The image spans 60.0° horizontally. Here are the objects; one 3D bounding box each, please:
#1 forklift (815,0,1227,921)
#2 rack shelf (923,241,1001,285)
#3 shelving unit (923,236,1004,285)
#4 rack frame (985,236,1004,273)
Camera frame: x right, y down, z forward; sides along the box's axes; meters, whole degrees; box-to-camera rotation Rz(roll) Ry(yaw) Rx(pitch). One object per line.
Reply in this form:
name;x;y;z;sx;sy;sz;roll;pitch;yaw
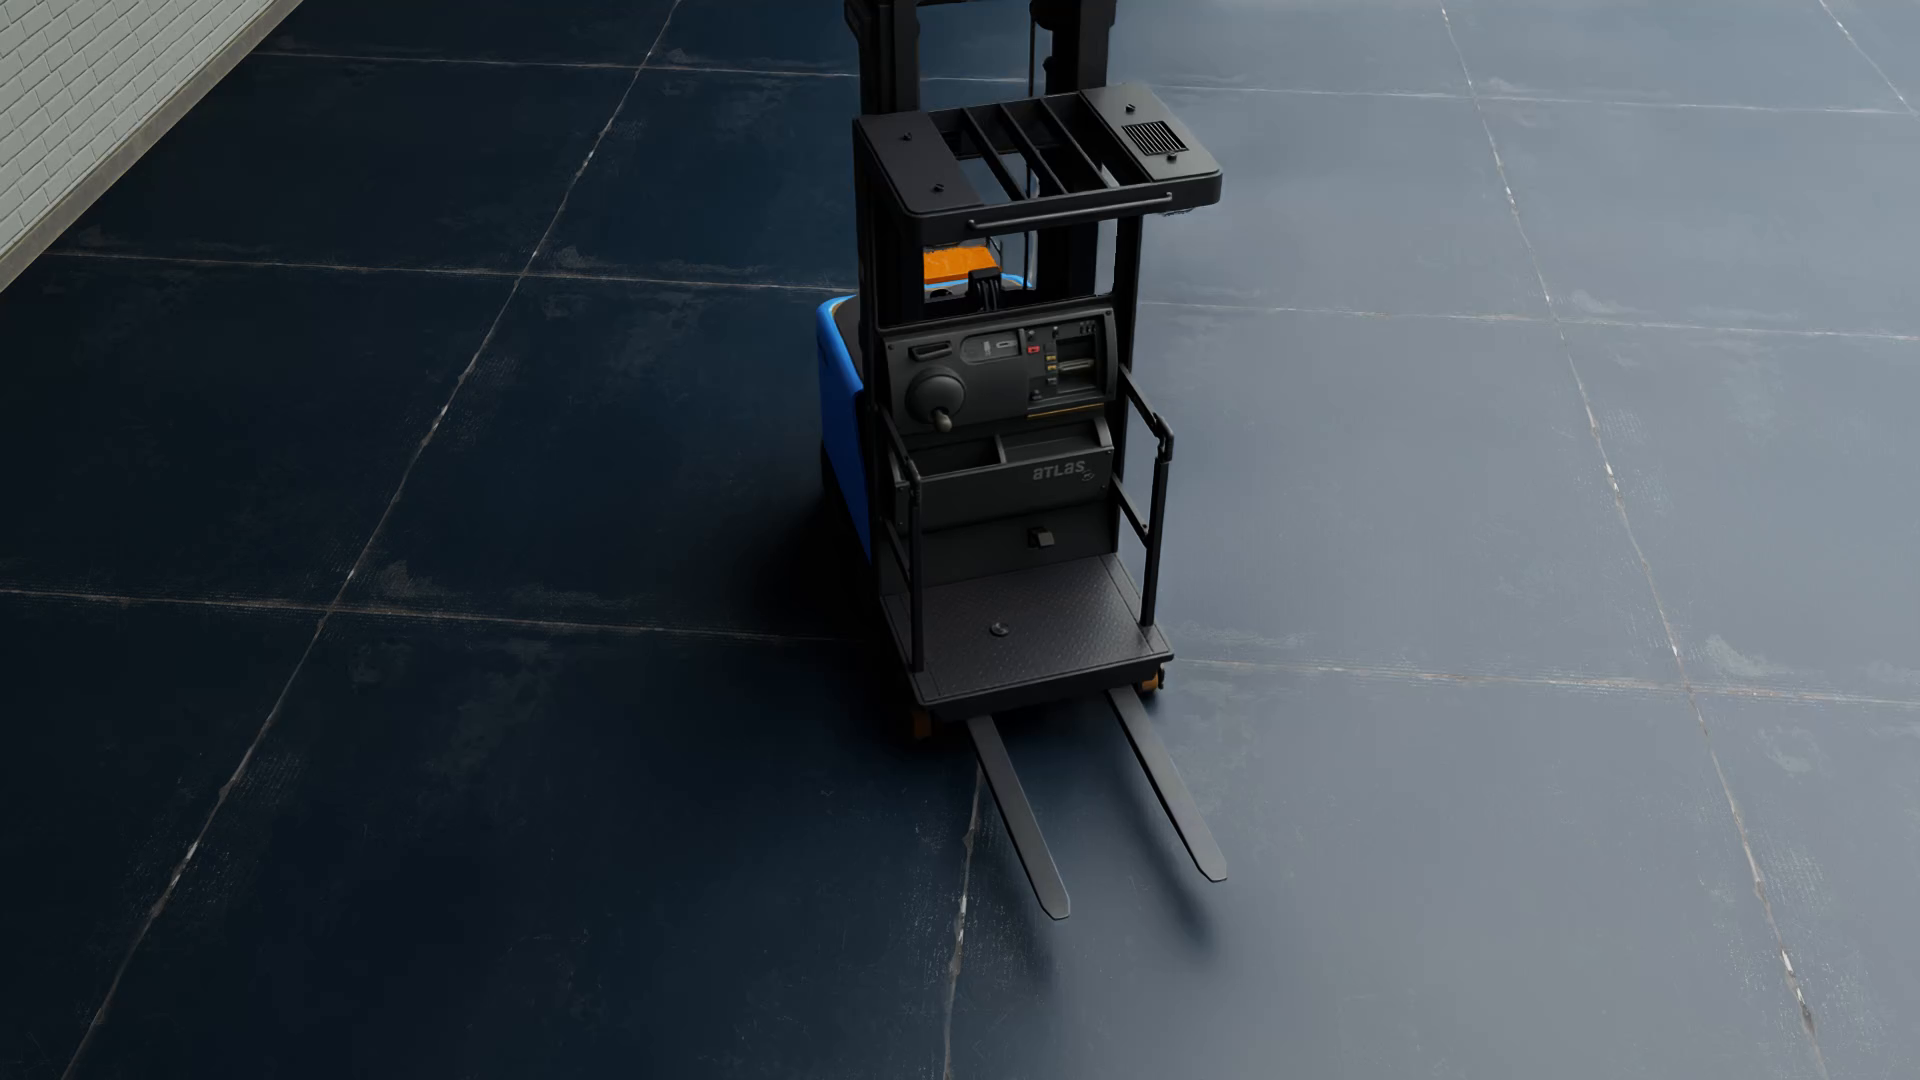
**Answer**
forklift;0.229;-0.589;6.322;1.130;2.935;3.031;-10;40;-13
rack shelf;-0.071;-1.262;7.897;0.480;0.148;0.258;-10;40;-13
shelving unit;-0.071;-0.957;8.145;0.503;1.200;0.258;-10;40;-13
rack frame;0.163;-1.000;8.198;0.015;1.200;0.240;-10;40;-13
